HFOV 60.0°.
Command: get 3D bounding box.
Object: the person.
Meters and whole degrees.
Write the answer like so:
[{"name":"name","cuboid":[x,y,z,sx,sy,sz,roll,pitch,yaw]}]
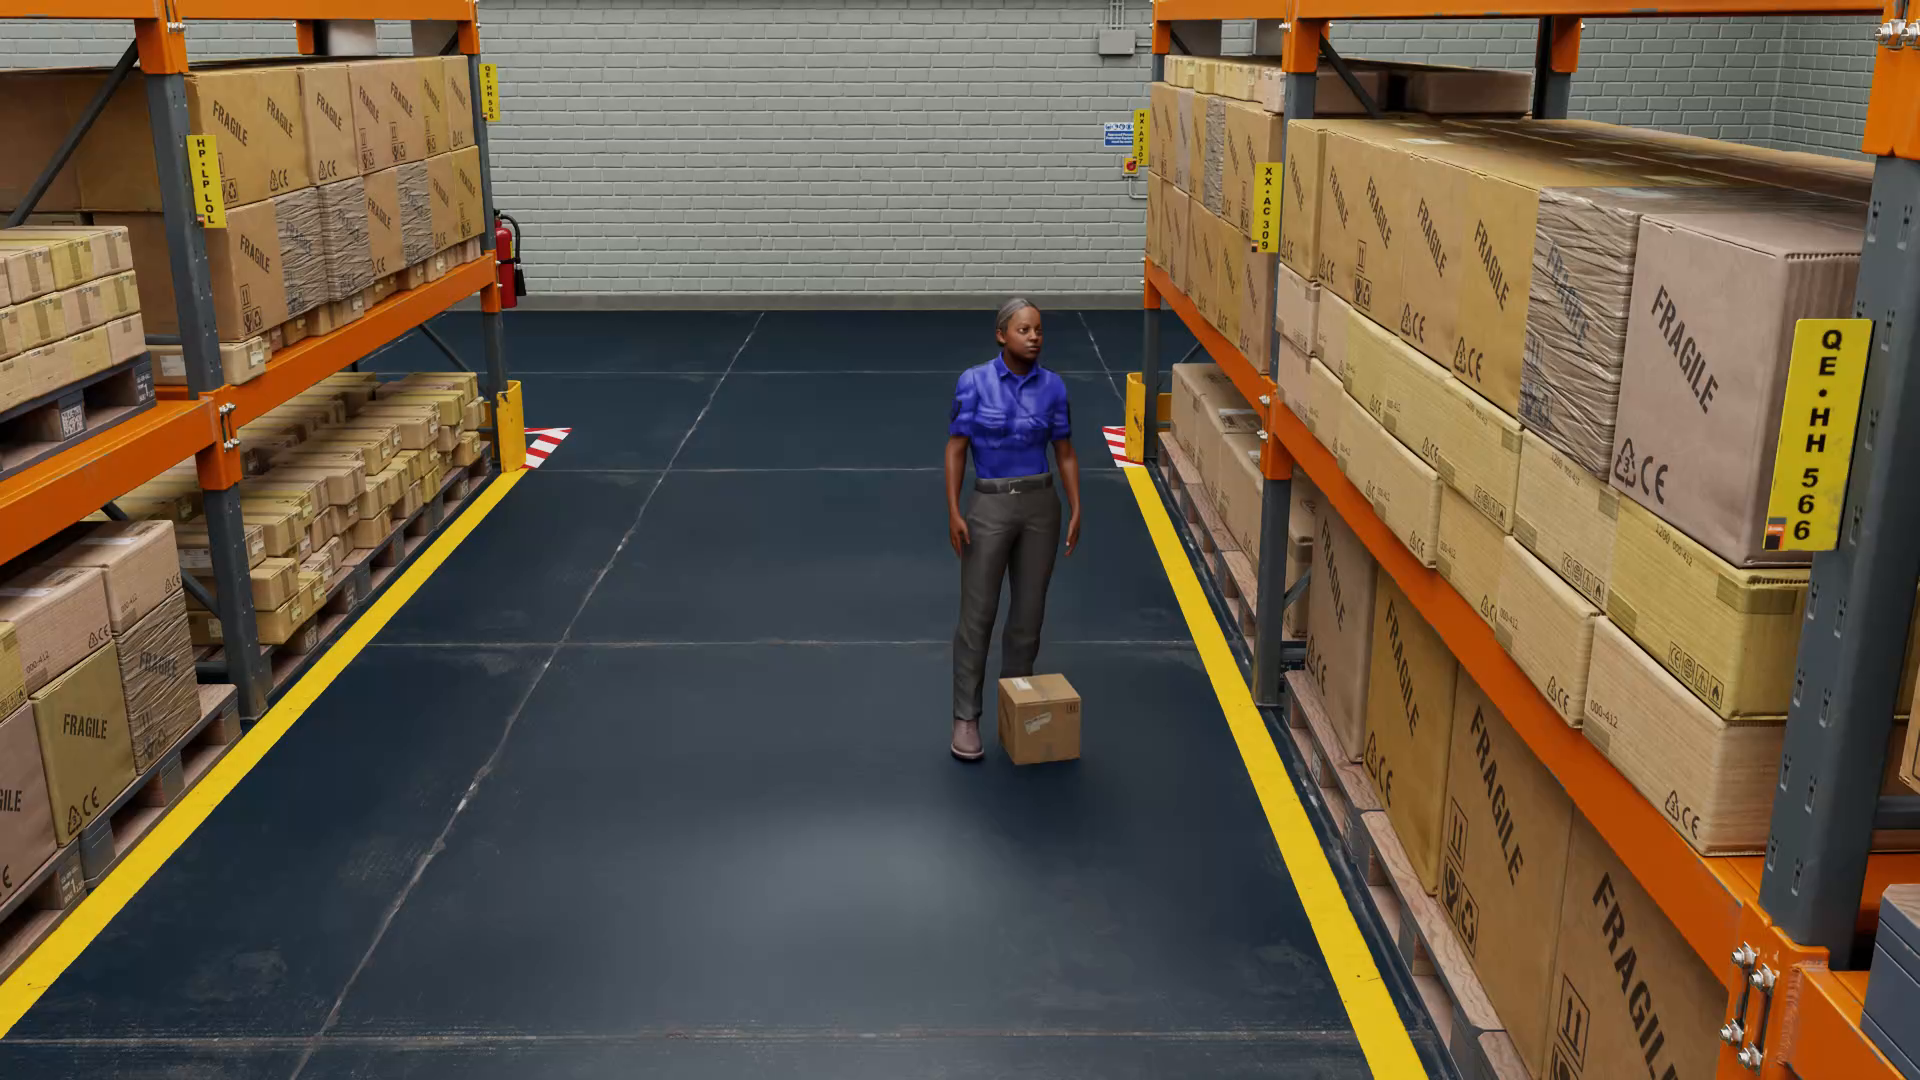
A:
[{"name":"person","cuboid":[0.202,-0.055,6.205,0.565,1.654,0.505,-4,18,-14]}]
